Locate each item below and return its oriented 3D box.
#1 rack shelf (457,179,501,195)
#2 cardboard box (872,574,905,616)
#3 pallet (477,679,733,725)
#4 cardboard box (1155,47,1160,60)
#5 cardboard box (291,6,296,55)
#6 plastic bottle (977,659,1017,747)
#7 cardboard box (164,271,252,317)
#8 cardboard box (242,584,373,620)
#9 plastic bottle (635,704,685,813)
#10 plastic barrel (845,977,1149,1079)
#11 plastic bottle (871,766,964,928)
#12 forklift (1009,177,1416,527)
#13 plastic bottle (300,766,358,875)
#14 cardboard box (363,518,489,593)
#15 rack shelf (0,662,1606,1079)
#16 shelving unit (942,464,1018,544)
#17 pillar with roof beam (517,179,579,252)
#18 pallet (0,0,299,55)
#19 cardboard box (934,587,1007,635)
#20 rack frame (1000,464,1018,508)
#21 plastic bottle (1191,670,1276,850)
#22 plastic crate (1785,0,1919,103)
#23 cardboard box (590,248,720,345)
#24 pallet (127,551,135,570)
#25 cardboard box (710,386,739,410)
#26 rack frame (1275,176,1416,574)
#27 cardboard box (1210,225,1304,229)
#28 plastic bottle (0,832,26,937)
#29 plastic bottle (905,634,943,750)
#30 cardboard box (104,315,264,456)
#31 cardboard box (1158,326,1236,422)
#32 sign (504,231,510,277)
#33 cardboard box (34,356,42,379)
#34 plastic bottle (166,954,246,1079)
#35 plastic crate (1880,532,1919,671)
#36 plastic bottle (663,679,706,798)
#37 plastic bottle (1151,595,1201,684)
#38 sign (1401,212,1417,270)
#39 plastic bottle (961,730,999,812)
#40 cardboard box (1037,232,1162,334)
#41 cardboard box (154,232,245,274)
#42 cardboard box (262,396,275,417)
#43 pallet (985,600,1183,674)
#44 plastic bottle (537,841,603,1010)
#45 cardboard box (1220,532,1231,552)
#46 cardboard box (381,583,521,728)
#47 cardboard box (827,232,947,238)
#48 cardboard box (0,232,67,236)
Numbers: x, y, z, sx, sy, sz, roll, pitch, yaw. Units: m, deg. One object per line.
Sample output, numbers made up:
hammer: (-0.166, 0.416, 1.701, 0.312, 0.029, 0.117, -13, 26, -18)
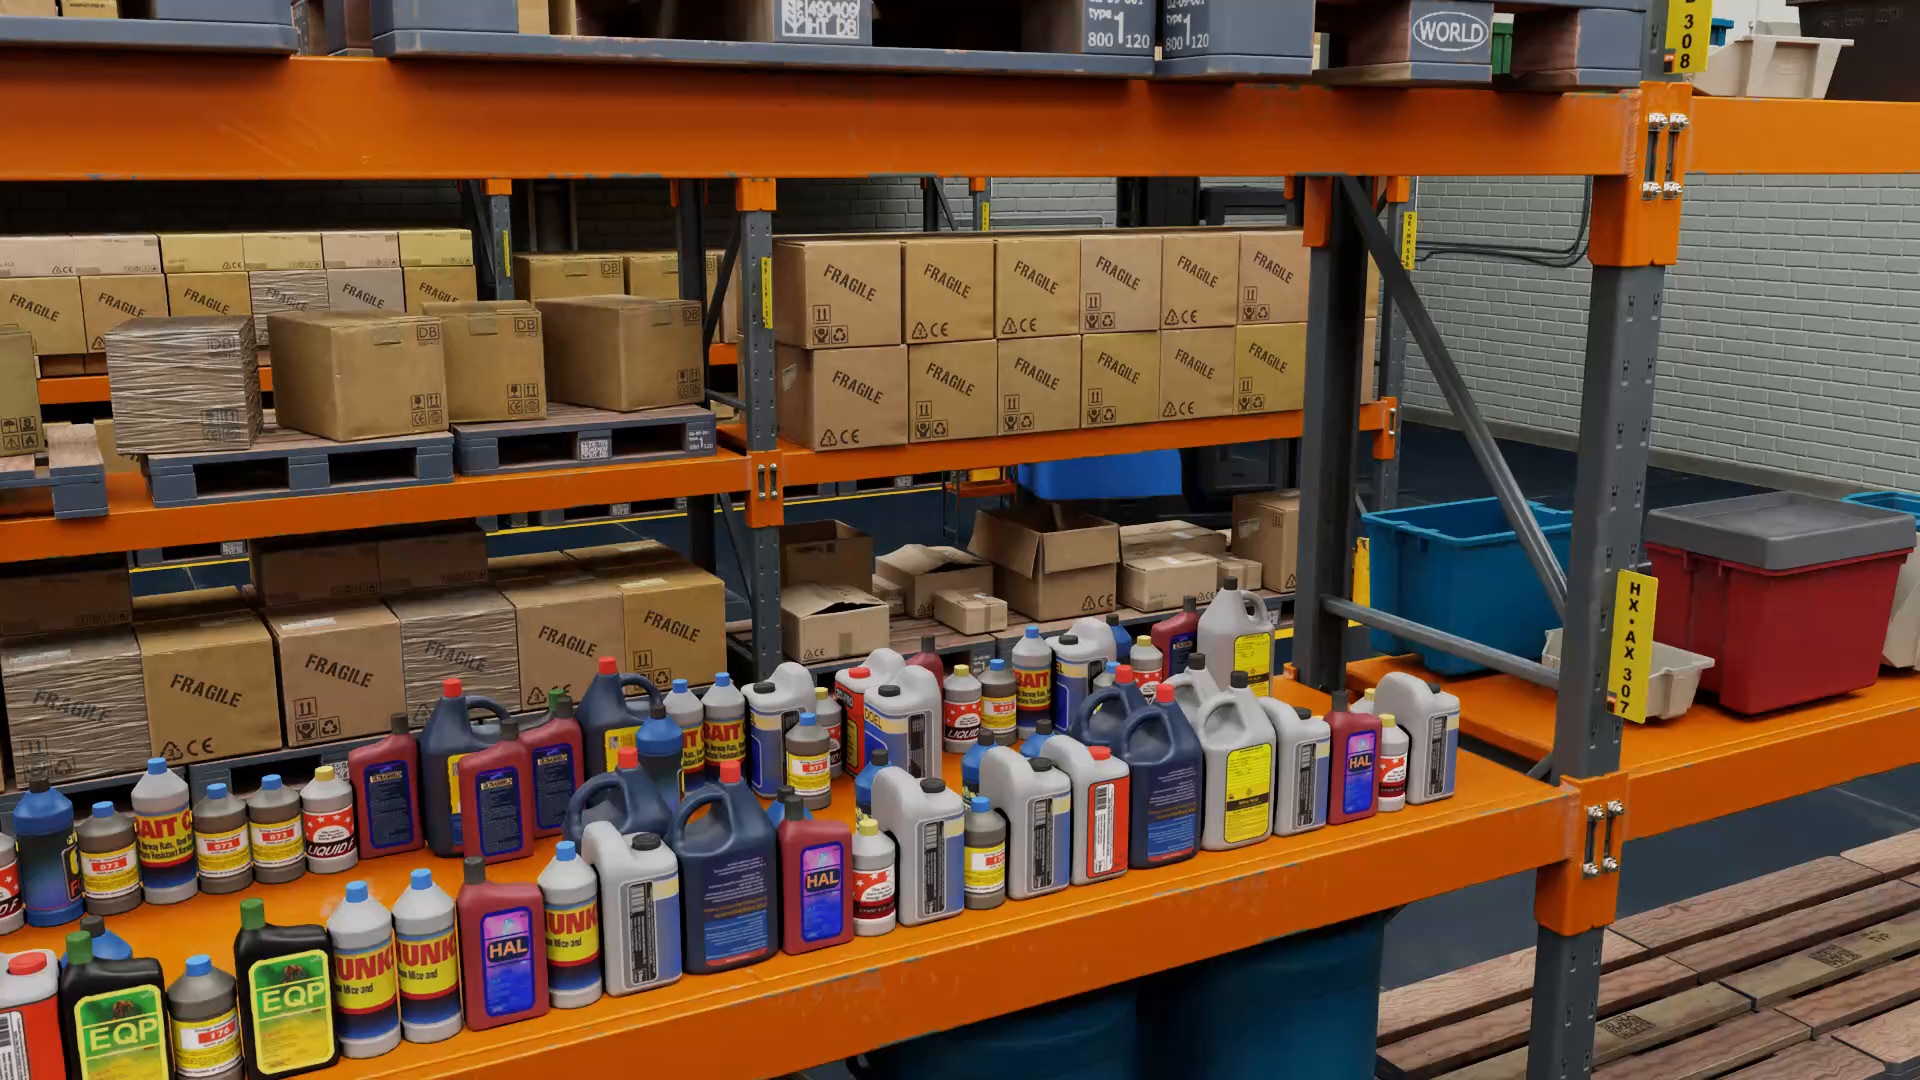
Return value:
rack shelf: (-5.303, -2.551, 11.419, 4.000, 0.370, 1.077, -7, 14, -28)
cardboard box: (-0.506, 0.316, 9.365, 0.250, 0.149, 0.380, -7, 14, -28)
pallet: (-1.867, 0.759, 8.258, 1.213, 0.211, 1.003, -7, 14, -28)
cardboard box: (0.696, -2.488, 8.704, 0.500, 0.250, 0.500, -7, 14, -28)
cardboard box: (-2.818, -2.281, 7.168, 0.600, 0.600, 0.600, -7, 15, -30)
plastic bottle: (0.089, 0.388, 4.005, 0.097, 0.201, 0.097, 0, 13, 0)
cardboard box: (-5.156, -1.595, 11.414, 0.500, 0.500, 0.500, -6, 14, -26)
cardboard box: (-3.061, 0.477, 7.851, 0.500, 0.500, 0.500, -7, 15, -30)
plastic bottle: (-0.623, 0.475, 3.458, 0.097, 0.271, 0.097, 0, 13, 0)
plastic barrel: (0.092, 1.208, 3.734, 0.708, 0.901, 0.600, -7, 14, -28)
plastic bottle: (-0.077, 0.555, 3.095, 0.135, 0.276, 0.152, -7, 14, -28)
forklift: (1.956, -1.592, 12.509, 3.031, 2.935, 1.130, -3, 13, -12)
plastic bottle: (-1.250, 0.549, 3.292, 0.097, 0.201, 0.097, 0, 13, 0)
cardboard box: (-2.590, 0.053, 8.023, 0.500, 0.250, 0.500, -7, 14, -28)
rack shelf: (-0.556, 0.822, 3.265, 4.000, 0.370, 1.077, -7, 14, -28)
shelving unit: (0.145, -0.603, 12.055, 0.503, 1.200, 0.258, -7, 14, -28)
pillar with roof beam: (-1.285, -3.986, 9.327, 0.400, 9.000, 9.100, -7, 14, -28)
pallet: (-1.593, -0.752, 2.216, 1.213, 0.211, 1.003, -7, 14, -28)
cardboard box: (0.056, 0.378, 9.051, 0.250, 0.166, 0.380, -7, 14, -28)
rack frame: (0.359, -0.628, 12.169, 0.015, 1.200, 0.240, -7, 14, -28)
plastic bottle: (0.549, 0.444, 3.416, 0.185, 0.351, 0.144, -7, 14, -28)
plastic crate: (2.421, -1.217, 4.152, 0.590, 0.269, 0.497, -7, 14, -28)
cardboard box: (-2.420, -1.925, 13.147, 0.700, 0.700, 0.980, -7, 15, -29)
pallet: (-6.330, 0.064, 11.345, 1.213, 0.211, 1.003, -7, 14, -28)
cardboard box: (-1.924, -1.170, 13.736, 0.250, 0.149, 0.380, -7, 15, -29)
rack frame: (2.340, -1.115, 10.234, 0.127, 3.000, 1.000, -7, 14, -28)
cardboard box: (1.824, -1.656, 10.132, 0.500, 0.500, 0.500, -6, 14, -26)
plastic bottle: (-1.763, 0.610, 3.019, 0.097, 0.201, 0.097, 0, 13, 0)
plastic bottle: (-0.107, 0.367, 3.912, 0.133, 0.283, 0.061, -7, 14, -28)
cardboard box: (-3.289, -0.675, 7.092, 0.500, 0.500, 0.700, -4, 13, -17)
cardboard box: (1.183, -0.958, 9.306, 0.500, 0.500, 0.500, -7, 14, -27)
sign: (-3.279, -2.072, 12.026, 0.005, 0.325, 0.100, -7, 14, -28)
cardboard box: (-6.159, -1.142, 10.877, 0.250, 0.149, 0.380, -6, 14, -26)
plastic bottle: (-1.139, 0.725, 2.508, 0.097, 0.201, 0.097, 0, 13, 0)
plastic crate: (2.628, 0.164, 4.683, 0.530, 0.282, 0.437, -7, 14, -28)
plastic bottle: (-0.606, 0.437, 3.627, 0.097, 0.271, 0.097, 0, 13, 0)
plastic bottle: (0.556, 0.288, 4.265, 0.133, 0.283, 0.061, -7, 14, -28)
sign: (2.588, -1.725, 9.587, 0.005, 0.325, 0.100, -7, 14, -28)
plastic bottle: (0.051, 0.510, 3.302, 0.097, 0.271, 0.097, 0, 13, 0)
cardboard box: (0.735, -1.389, 8.946, 0.500, 0.500, 0.500, -6, 14, -26)
cardboard box: (-5.183, -1.961, 11.331, 0.500, 0.250, 0.500, -7, 15, -29)
cardboard box: (-4.835, -0.618, 11.961, 0.750, 0.750, 0.750, -6, 14, -26)
pallet: (0.505, 0.465, 9.565, 1.213, 0.211, 1.003, -7, 14, -28)
plastic bottle: (-0.648, 0.632, 2.761, 0.097, 0.271, 0.097, 0, 13, 0)
cardboard box: (1.588, 0.056, 10.478, 0.250, 0.166, 0.380, -7, 14, -28)
cardboard box: (-2.345, 0.520, 7.656, 0.500, 0.500, 0.500, -7, 14, -27)
cardboard box: (-0.403, -1.389, 8.943, 0.500, 0.500, 0.500, -7, 15, -29)
cardboard box: (-6.328, -1.949, 11.279, 0.500, 0.250, 0.500, -7, 15, -30)
